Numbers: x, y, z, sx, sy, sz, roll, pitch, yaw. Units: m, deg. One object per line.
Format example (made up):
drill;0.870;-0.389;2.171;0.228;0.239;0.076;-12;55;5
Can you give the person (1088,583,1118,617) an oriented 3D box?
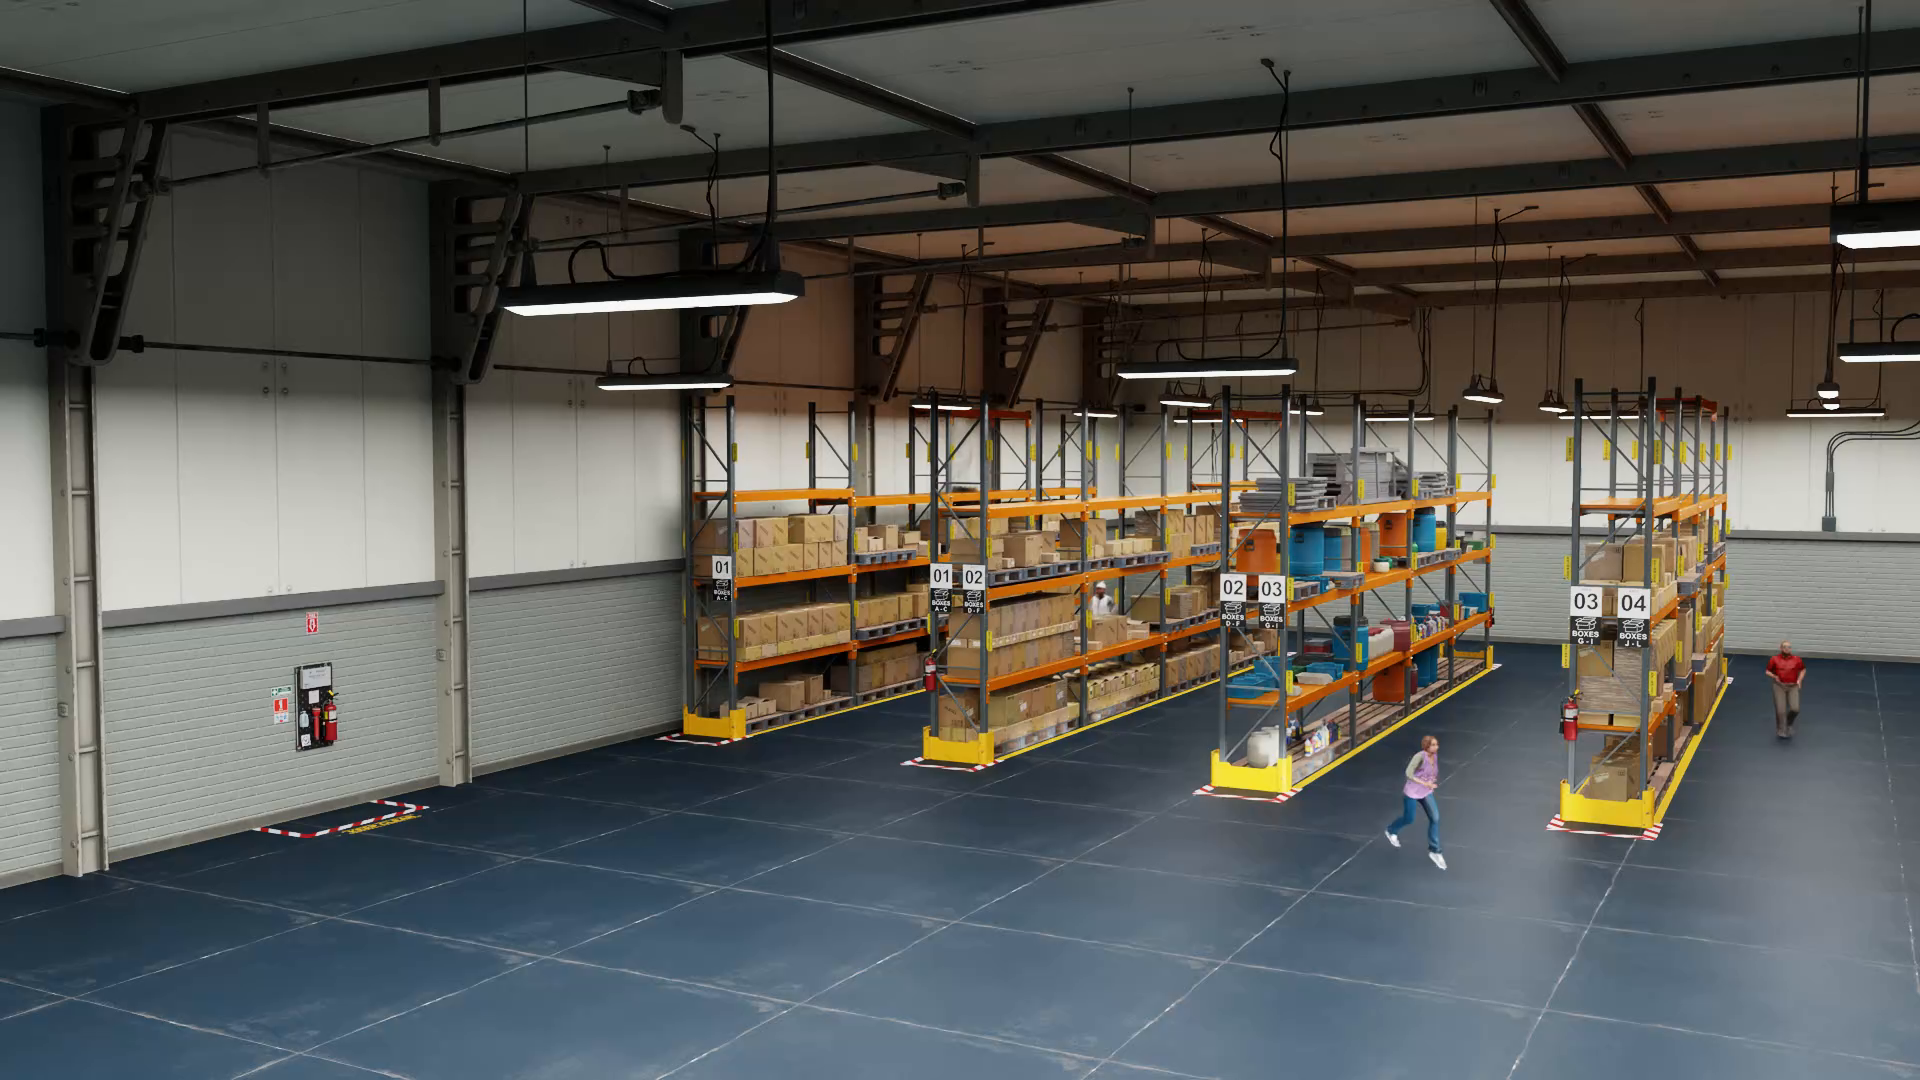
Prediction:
person;3.238;1.847;38.198;0.677;1.735;0.804;1;3;25

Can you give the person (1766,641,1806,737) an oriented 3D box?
person;14.464;2.620;29.103;0.649;1.680;0.598;1;3;20

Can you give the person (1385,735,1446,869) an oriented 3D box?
person;5.587;3.143;20.373;0.542;1.588;0.997;-2;3;-27
